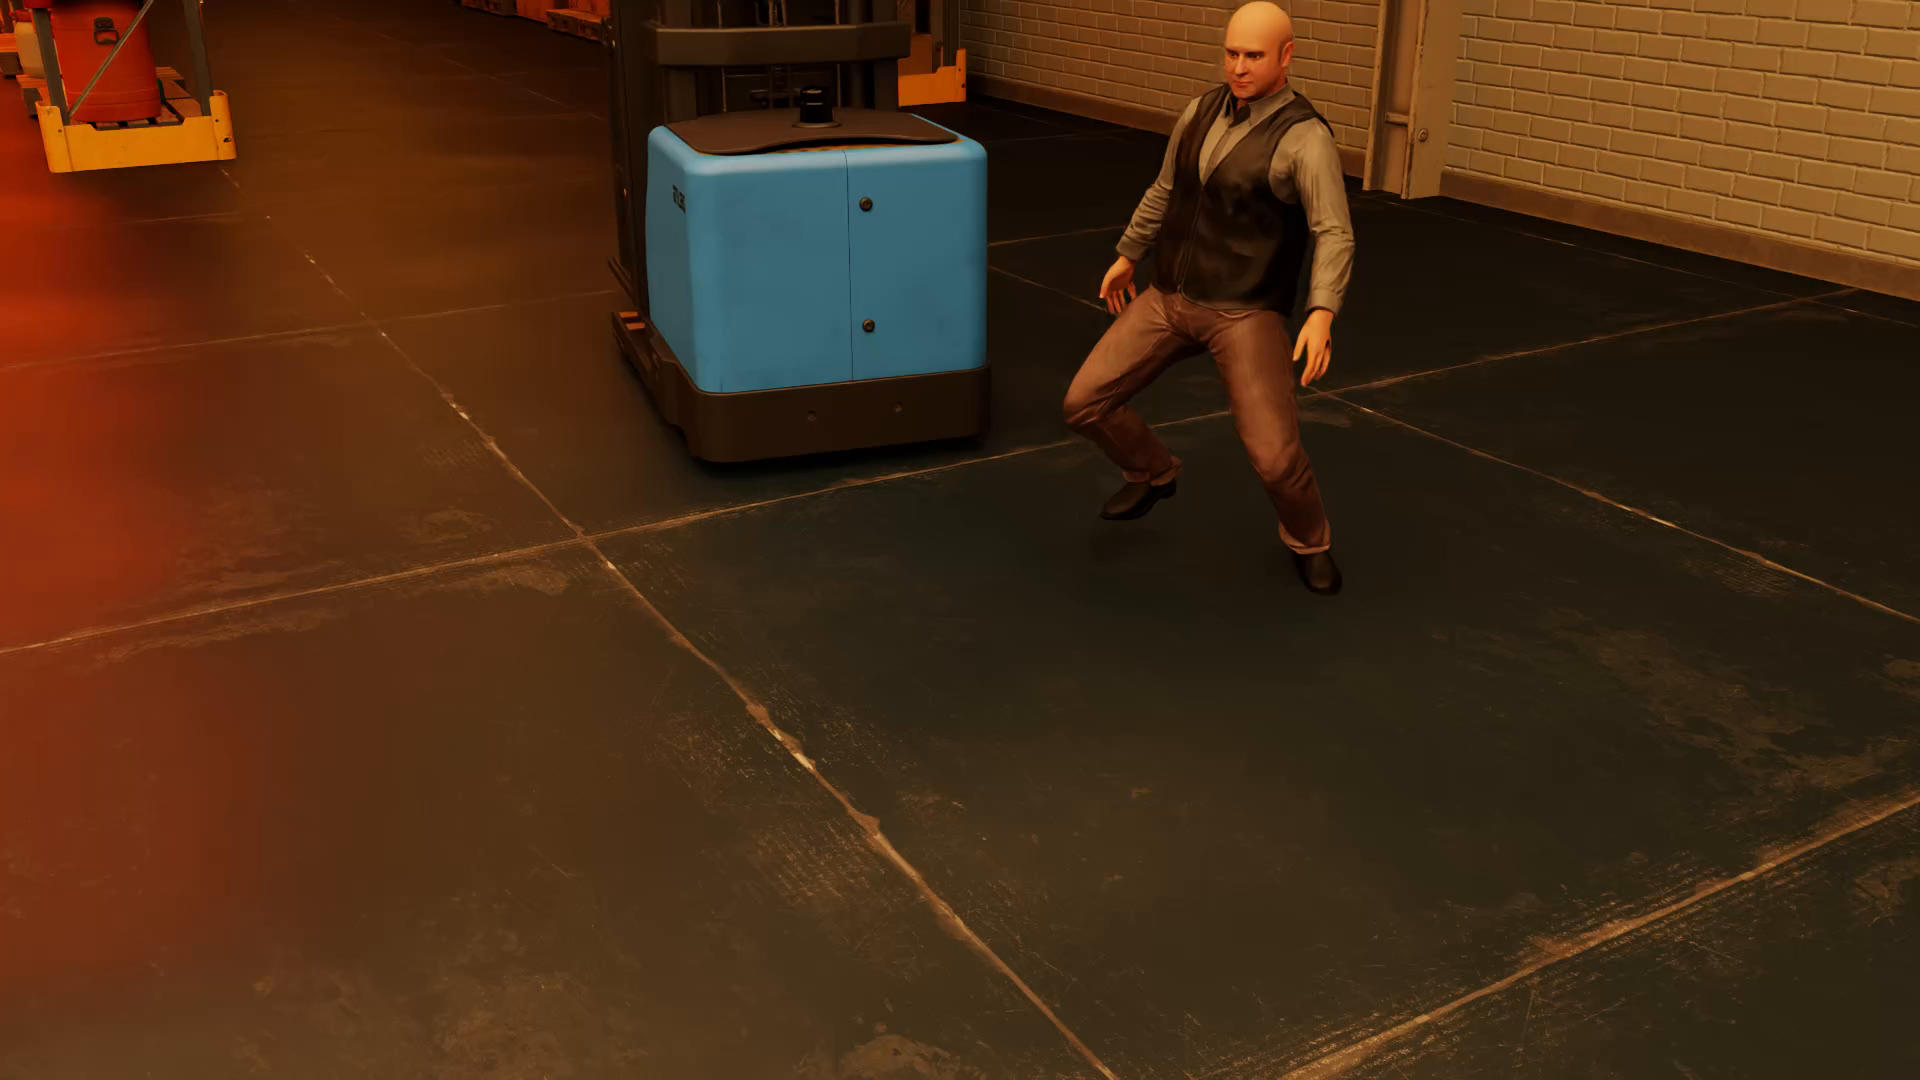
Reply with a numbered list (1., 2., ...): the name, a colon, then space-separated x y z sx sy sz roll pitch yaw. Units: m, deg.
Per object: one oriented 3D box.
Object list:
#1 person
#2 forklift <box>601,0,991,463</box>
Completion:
1. person: 0.723 -0.674 4.675 0.593 1.605 0.916 -18 28 -36
2. forklift: -0.854 -2.144 6.498 1.130 2.935 3.031 -7 23 -18
